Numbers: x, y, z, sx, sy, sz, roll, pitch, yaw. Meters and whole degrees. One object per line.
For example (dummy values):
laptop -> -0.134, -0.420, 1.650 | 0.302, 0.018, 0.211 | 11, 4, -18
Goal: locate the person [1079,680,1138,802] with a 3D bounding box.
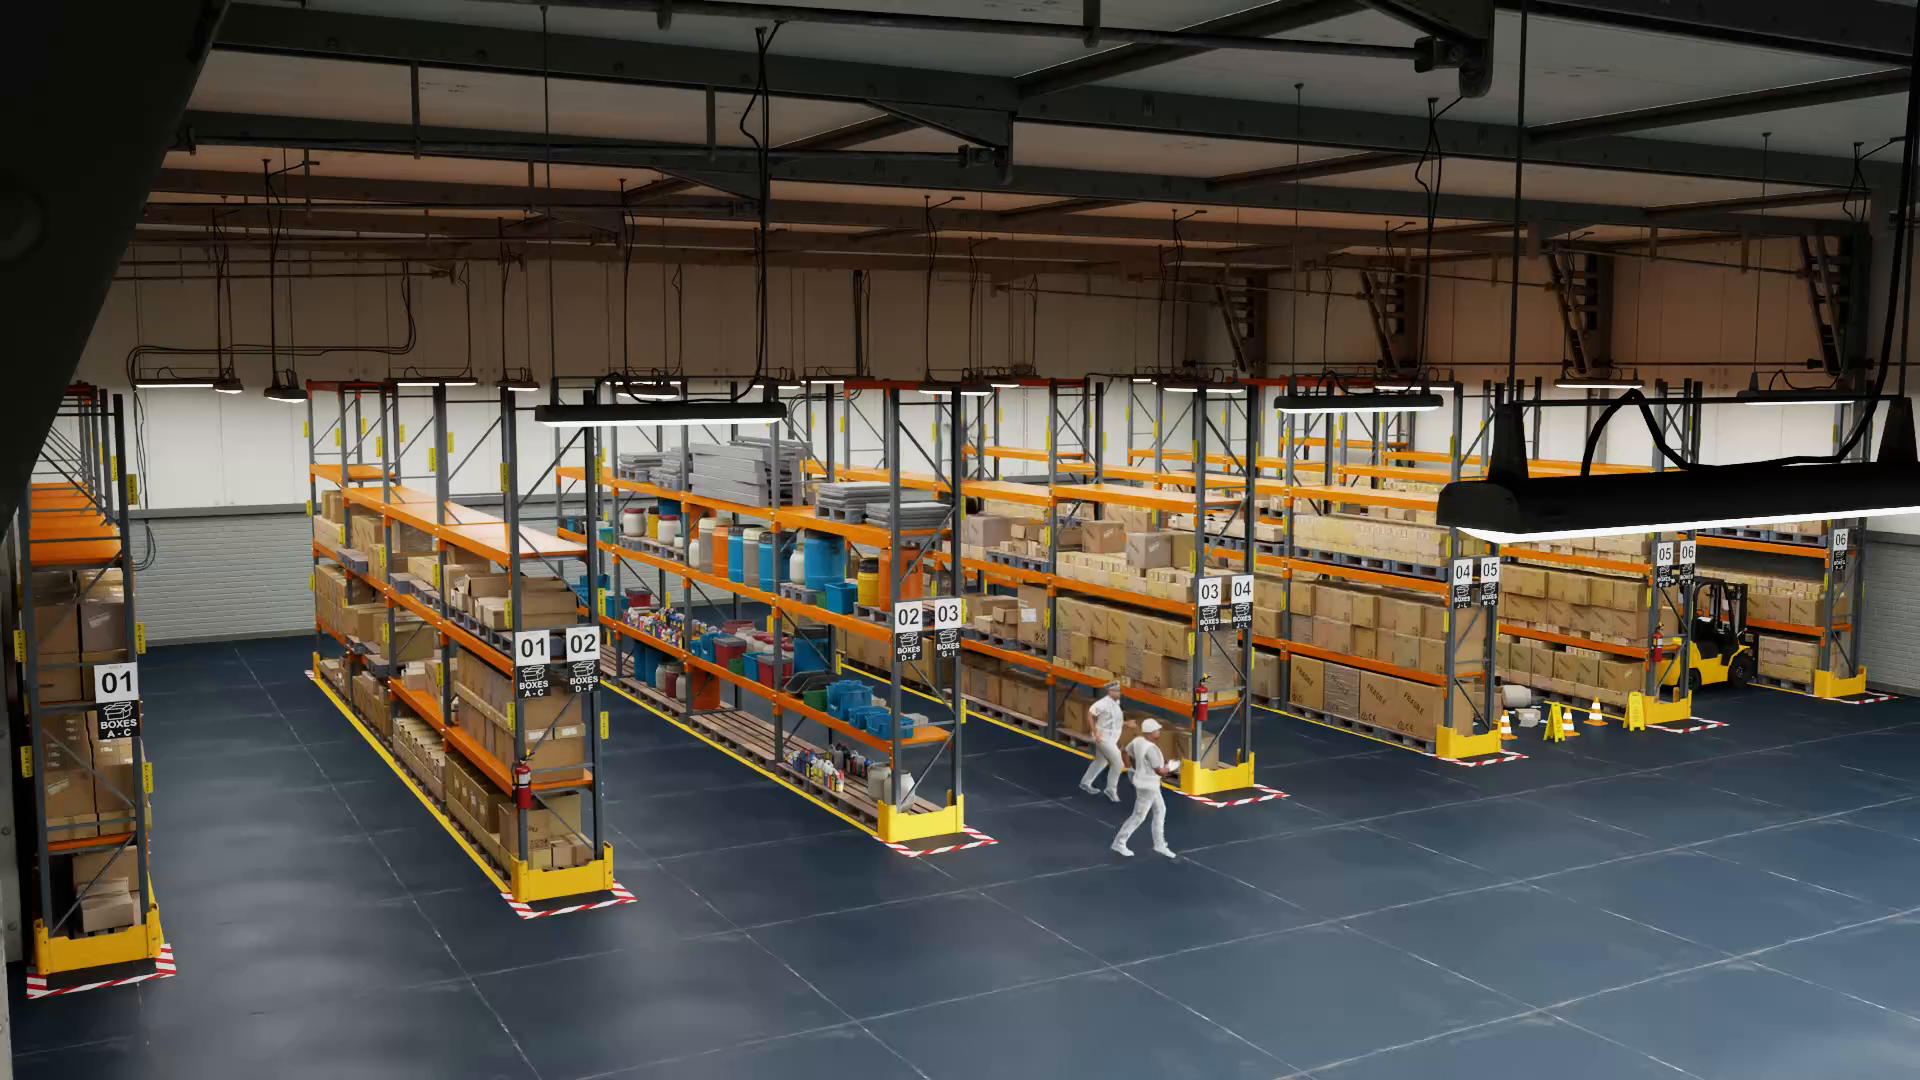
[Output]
person -> 2.143, 2.922, 24.149 | 0.875, 1.835, 0.591 | 2, 6, 20

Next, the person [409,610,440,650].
person -> -11.083, 1.800, 34.657 | 0.860, 1.700, 0.719 | 3, 7, 29

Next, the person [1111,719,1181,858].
person -> 2.361, 3.179, 21.189 | 0.893, 1.832, 0.665 | 0, 6, -5
